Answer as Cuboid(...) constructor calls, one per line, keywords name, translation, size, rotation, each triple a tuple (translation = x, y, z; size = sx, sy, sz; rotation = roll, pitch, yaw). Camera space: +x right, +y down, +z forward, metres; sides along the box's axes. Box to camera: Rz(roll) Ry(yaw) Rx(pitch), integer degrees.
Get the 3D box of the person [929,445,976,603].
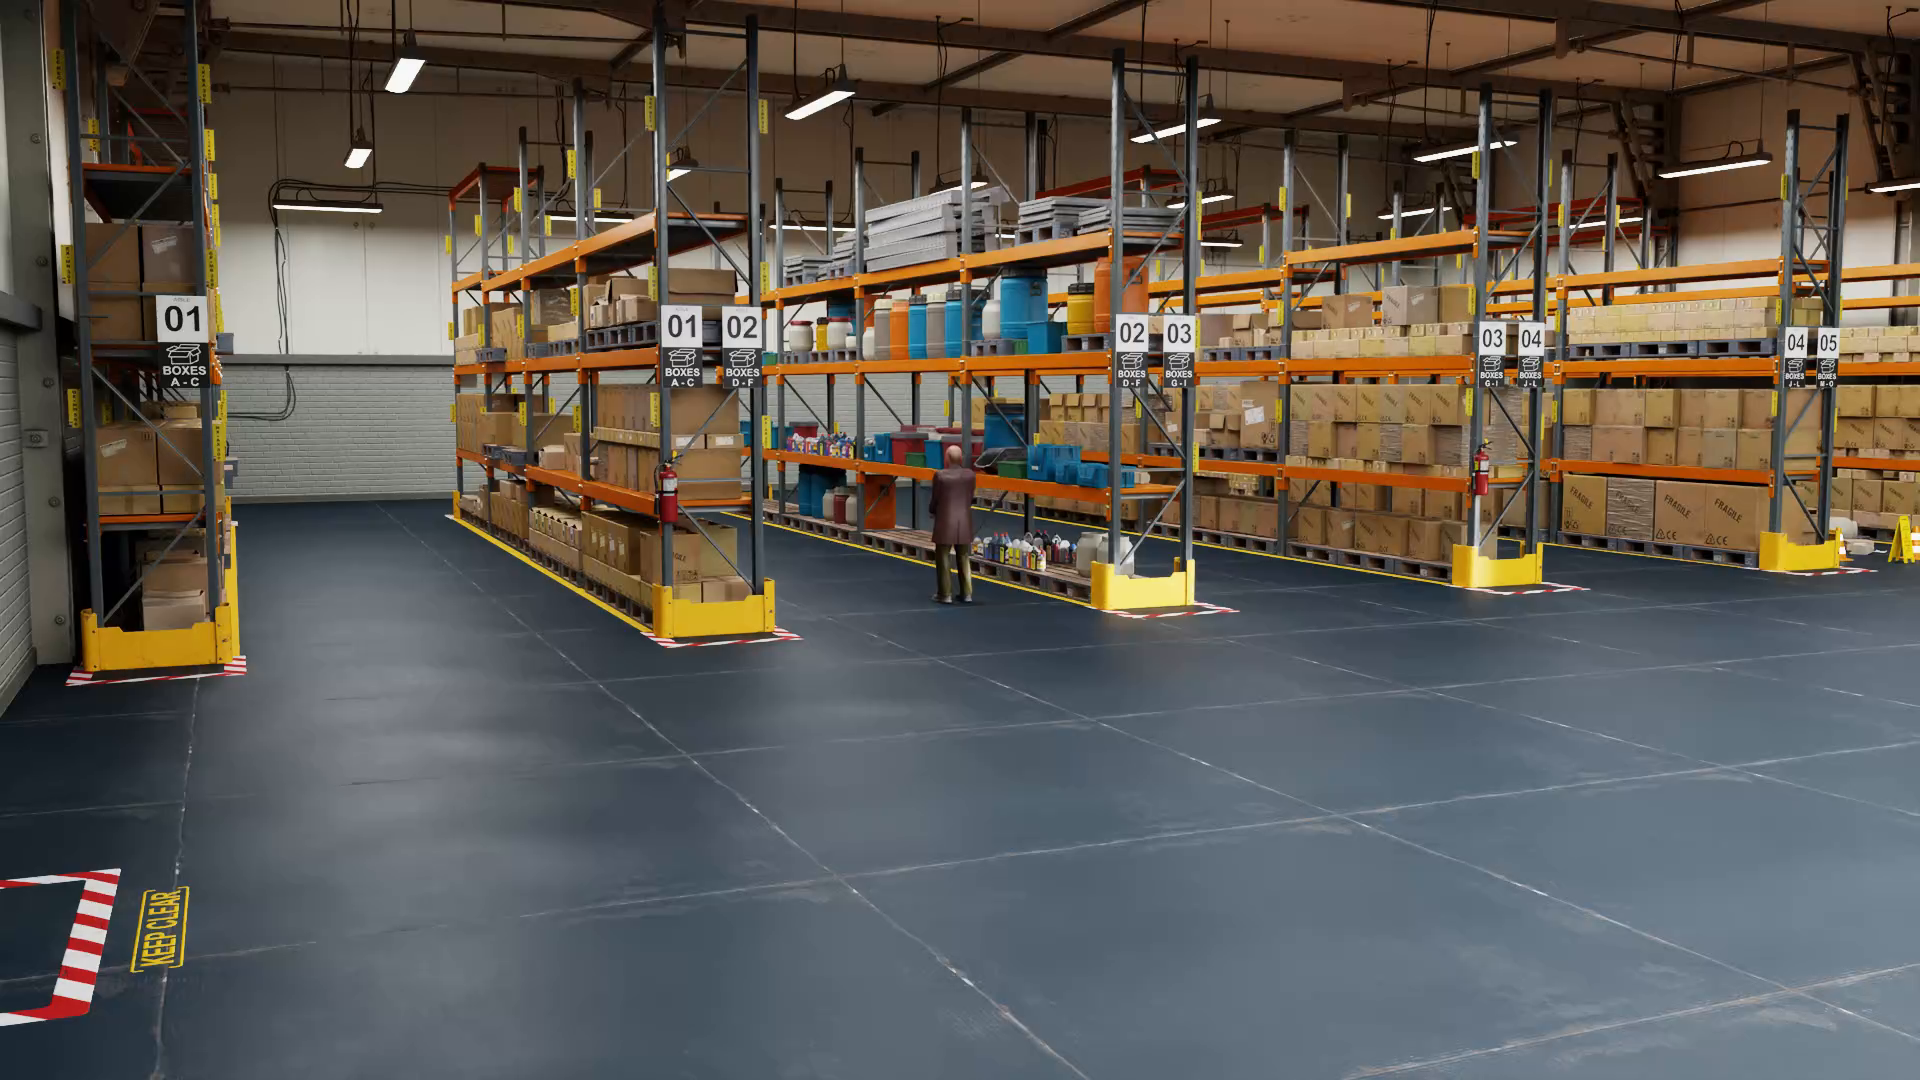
Cuboid(name="person", translation=(-0.117, -0.190, 18.788), size=(0.530, 1.770, 0.555), rotation=(-2, 6, -23))
